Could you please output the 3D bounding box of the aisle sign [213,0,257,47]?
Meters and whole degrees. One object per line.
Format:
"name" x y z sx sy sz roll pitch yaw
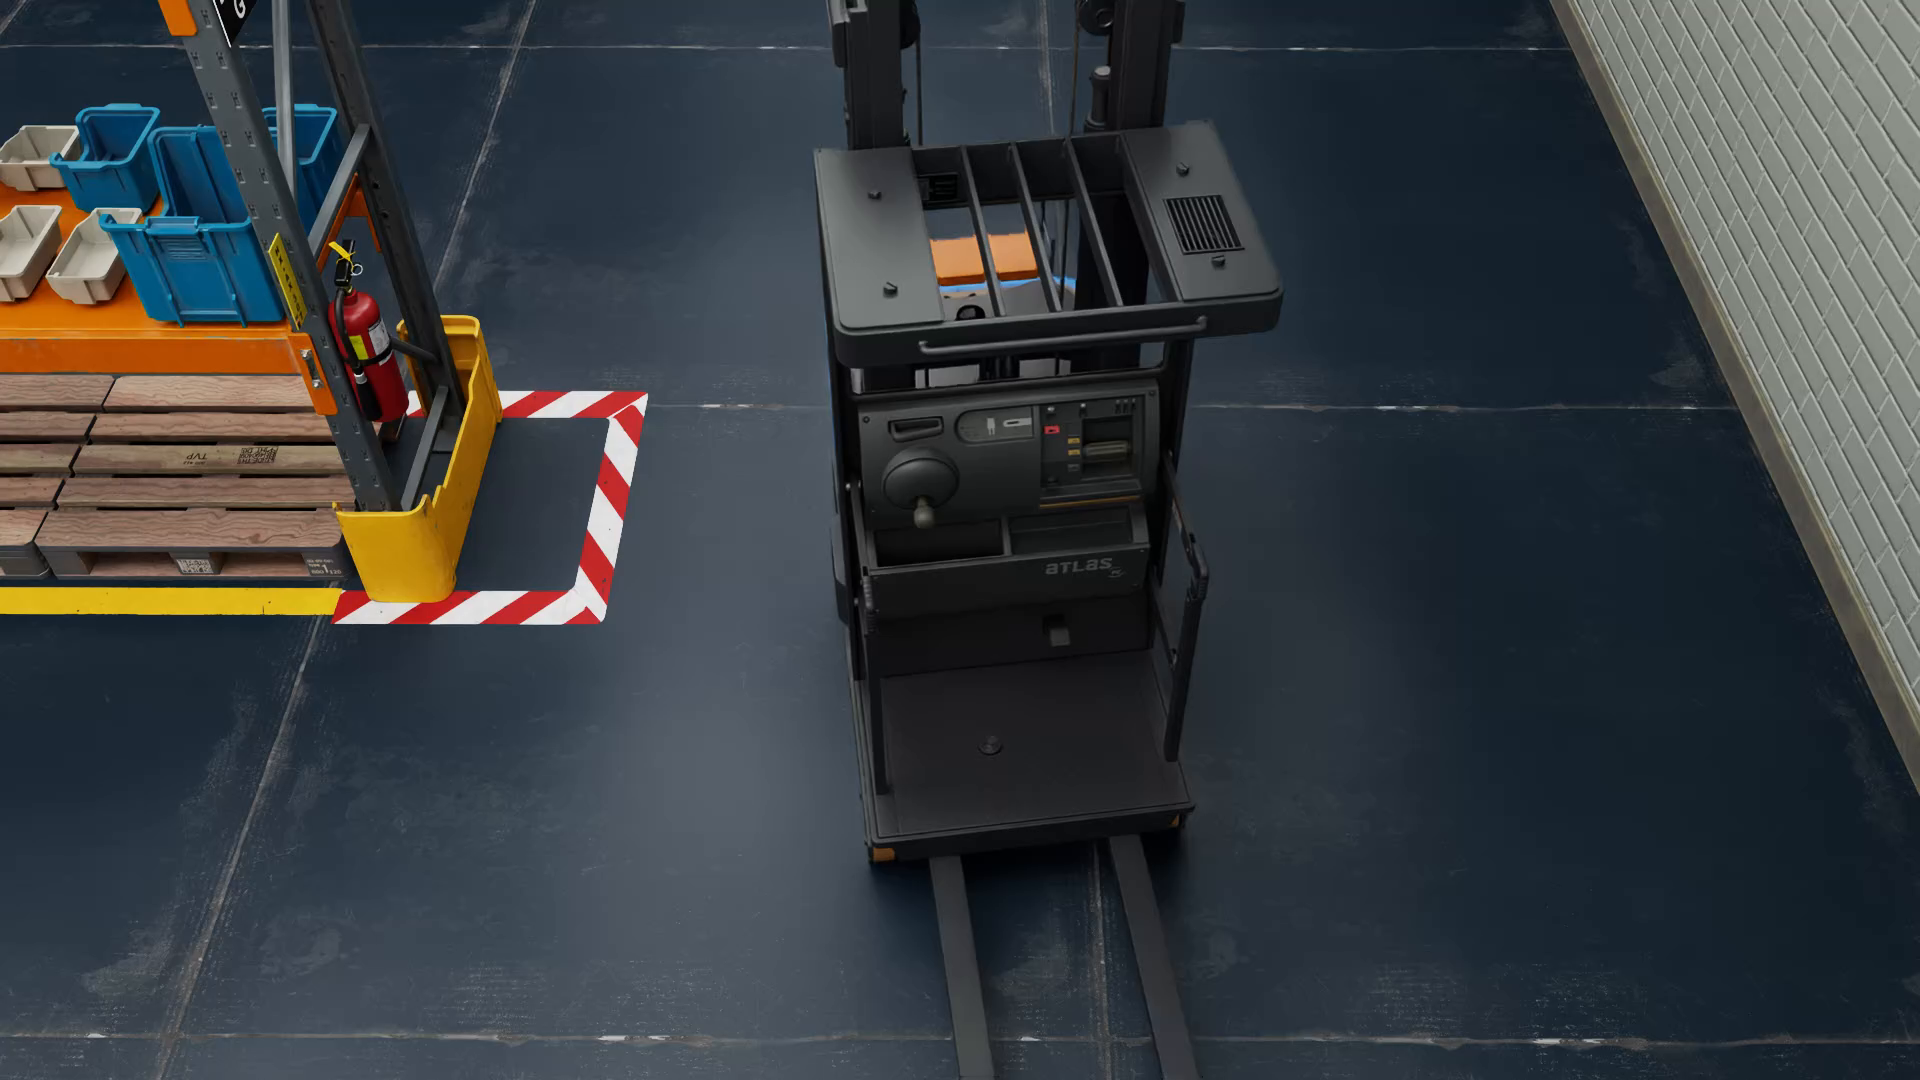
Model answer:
"aisle sign" -2.147 -1.864 4.740 0.004 0.787 0.394 0 47 0

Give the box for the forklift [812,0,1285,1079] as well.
"forklift" 0.187 -0.164 4.981 1.130 2.935 3.031 -6 47 -5

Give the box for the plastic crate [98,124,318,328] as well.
"plastic crate" -2.553 -1.089 5.730 0.499 0.435 0.616 0 47 0

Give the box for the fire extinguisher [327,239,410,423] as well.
"fire extinguisher" -2.069 -0.706 5.746 0.183 0.674 0.296 0 47 0

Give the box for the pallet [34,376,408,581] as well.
"pallet" -3.042 -0.273 6.941 1.213 0.211 1.003 0 47 0

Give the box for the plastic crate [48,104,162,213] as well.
"plastic crate" -3.122 -1.399 6.158 0.300 0.233 0.416 0 47 0

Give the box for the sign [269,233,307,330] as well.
"sign" -2.204 -0.846 5.457 0.005 0.325 0.100 0 47 0

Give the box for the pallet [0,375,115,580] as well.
"pallet" -4.259 -0.279 6.946 1.213 0.211 1.003 0 47 0

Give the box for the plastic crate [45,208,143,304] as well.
"plastic crate" -3.034 -0.993 5.845 0.243 0.136 0.396 0 47 0

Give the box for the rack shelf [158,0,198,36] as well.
"rack shelf" -4.218 -1.975 5.062 4.000 0.370 1.077 0 47 0

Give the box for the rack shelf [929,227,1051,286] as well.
"rack shelf" 0.093 -1.062 6.462 0.480 0.148 0.258 -6 47 -5

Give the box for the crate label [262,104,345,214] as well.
"crate label" -2.464 -1.398 6.156 0.303 0.233 0.416 0 47 0

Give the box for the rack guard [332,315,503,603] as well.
"rack guard" -2.194 -0.350 6.815 0.348 0.500 1.175 0 47 0

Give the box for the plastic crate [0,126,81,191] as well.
"plastic crate" -3.462 -1.428 6.250 0.298 0.136 0.250 0 47 0

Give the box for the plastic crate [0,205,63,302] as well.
"plastic crate" -3.324 -1.004 5.855 0.243 0.136 0.396 0 47 0

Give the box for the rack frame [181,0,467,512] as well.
"rack frame" -2.218 -1.193 5.892 0.127 3.000 1.000 0 47 0

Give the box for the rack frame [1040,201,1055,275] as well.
"rack frame" 0.335 -0.817 6.772 0.015 1.200 0.240 -6 47 -5

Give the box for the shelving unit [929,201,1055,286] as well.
"shelving unit" 0.093 -0.793 6.749 0.503 1.200 0.258 -6 47 -5

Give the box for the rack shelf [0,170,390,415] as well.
"rack shelf" -4.218 -0.953 6.160 4.000 0.370 1.077 0 47 0
